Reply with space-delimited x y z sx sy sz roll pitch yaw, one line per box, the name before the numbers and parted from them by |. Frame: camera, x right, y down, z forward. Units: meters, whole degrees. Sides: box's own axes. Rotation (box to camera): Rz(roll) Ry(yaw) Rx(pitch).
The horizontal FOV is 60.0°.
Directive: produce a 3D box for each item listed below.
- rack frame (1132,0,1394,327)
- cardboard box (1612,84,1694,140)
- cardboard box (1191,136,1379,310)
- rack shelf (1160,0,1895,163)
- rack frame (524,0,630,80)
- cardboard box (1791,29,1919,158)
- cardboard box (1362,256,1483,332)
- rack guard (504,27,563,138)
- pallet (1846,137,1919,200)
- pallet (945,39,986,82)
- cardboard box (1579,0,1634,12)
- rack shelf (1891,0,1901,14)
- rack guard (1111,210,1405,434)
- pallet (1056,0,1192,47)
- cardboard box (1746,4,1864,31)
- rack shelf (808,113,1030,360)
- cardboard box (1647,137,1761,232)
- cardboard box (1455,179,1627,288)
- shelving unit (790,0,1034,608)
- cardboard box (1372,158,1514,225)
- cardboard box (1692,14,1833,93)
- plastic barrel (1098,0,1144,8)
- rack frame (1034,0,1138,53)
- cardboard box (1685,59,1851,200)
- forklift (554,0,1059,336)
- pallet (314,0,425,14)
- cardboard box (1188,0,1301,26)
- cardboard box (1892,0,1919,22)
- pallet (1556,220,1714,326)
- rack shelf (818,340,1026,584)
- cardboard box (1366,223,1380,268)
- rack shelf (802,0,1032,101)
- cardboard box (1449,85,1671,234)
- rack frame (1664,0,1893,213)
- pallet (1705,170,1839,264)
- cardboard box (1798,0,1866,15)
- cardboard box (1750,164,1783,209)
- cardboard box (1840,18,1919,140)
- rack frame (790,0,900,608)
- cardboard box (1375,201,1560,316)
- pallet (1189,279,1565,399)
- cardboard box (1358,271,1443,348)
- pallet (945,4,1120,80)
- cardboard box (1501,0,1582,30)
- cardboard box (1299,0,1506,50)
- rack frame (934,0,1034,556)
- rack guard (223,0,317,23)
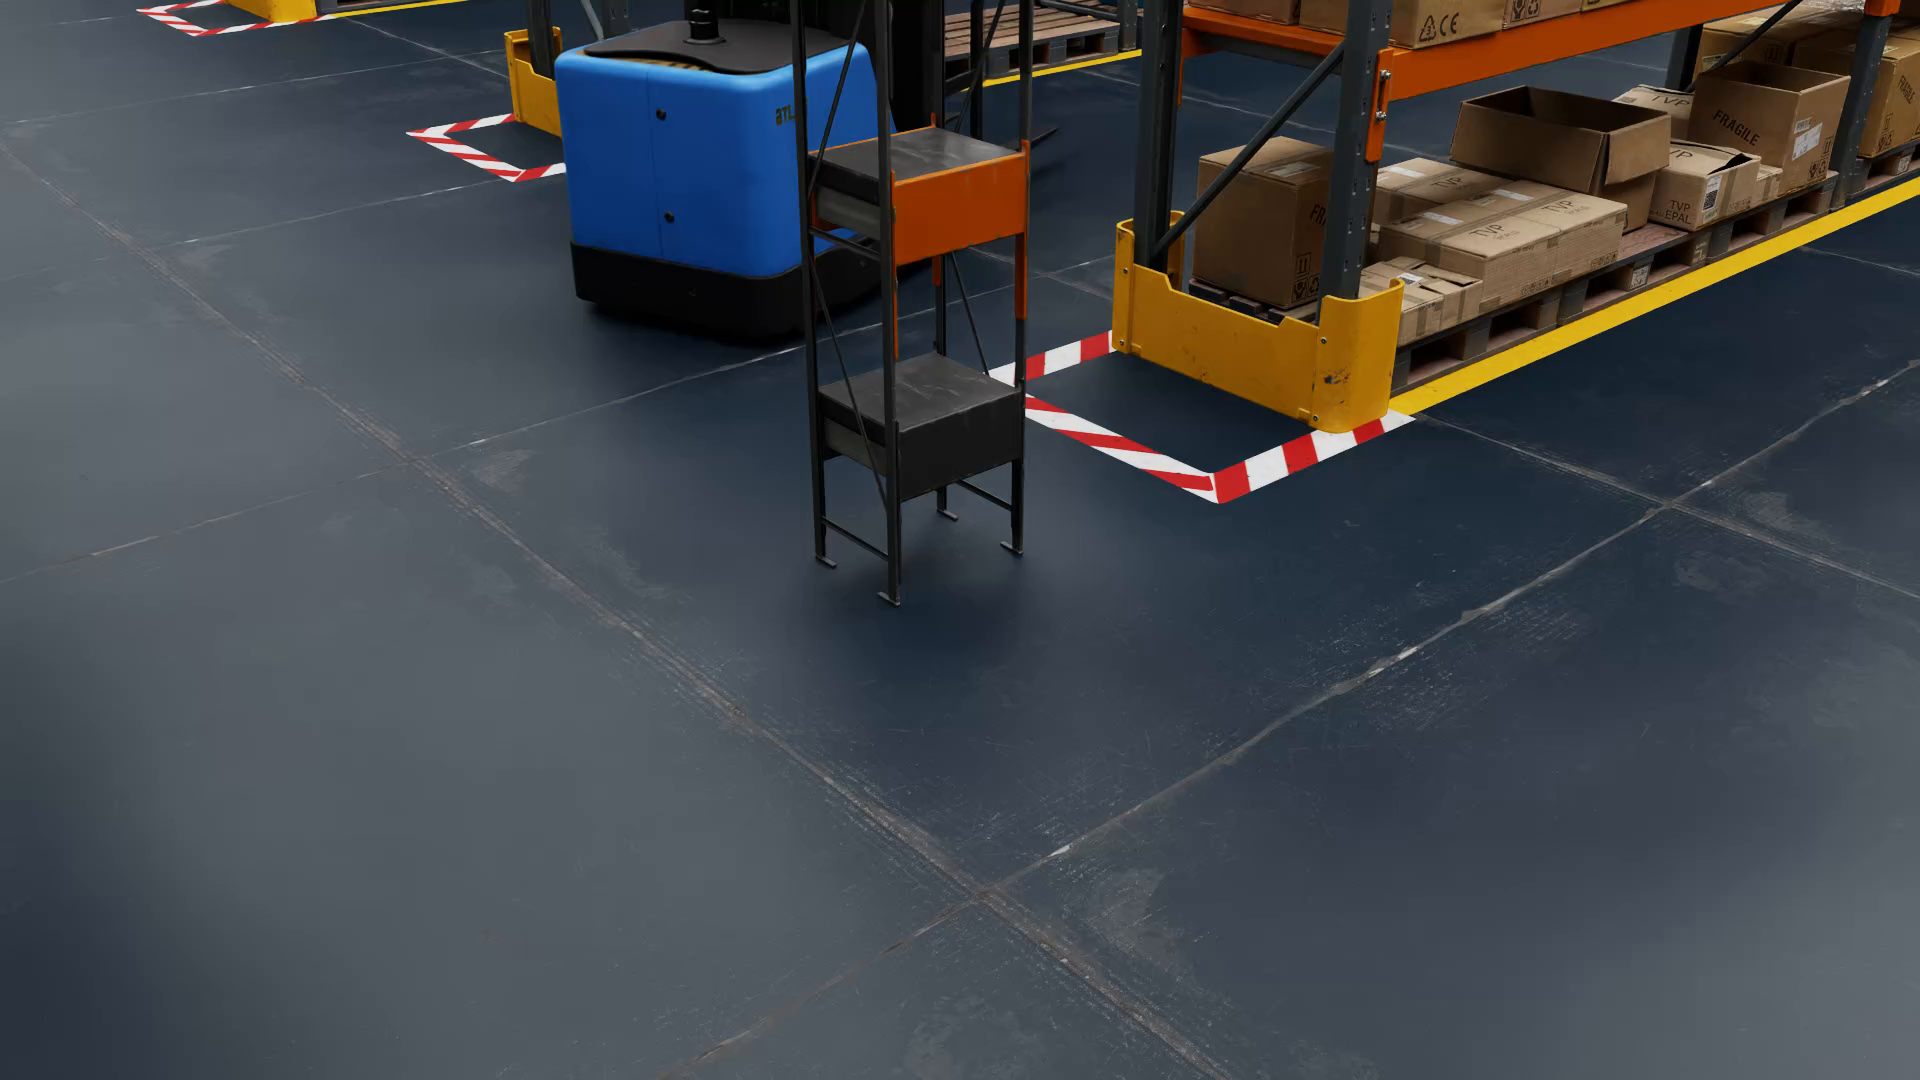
rack frame | 1.037 -1.930 5.679 0.127 3.000 1.000 -22 35 -35
cardboard box | 3.620 -2.111 8.404 0.500 0.311 0.500 -22 35 -35
cardboard box | 1.291 -1.276 6.641 0.500 0.500 0.500 -22 35 -35
rack shelf | 2.558 -2.225 6.993 4.000 0.370 1.077 -22 35 -35
rack frame | -2.175 -3.707 9.005 0.127 3.000 1.000 -22 35 -35
cardboard box | 4.606 -2.306 8.568 0.500 0.500 0.500 -24 36 -37
cardboard box | 1.769 -0.956 6.395 0.250 0.166 0.380 -22 35 -35
rack guard | -2.185 -2.593 9.571 0.348 0.500 1.175 -22 35 -35
pallet | 4.674 -2.186 9.117 1.213 0.211 1.003 -22 35 -35
pallet | -0.595 -3.087 10.803 1.213 0.211 1.003 -22 35 -35
cardboard box | 2.318 -2.328 6.317 0.500 0.500 0.500 -22 35 -35
rack shelf | 5.601 -3.448 9.283 4.000 0.370 1.077 -22 35 -35
rack guard | 1.095 -0.851 6.312 0.348 0.500 1.175 -22 35 -35
pallet | 1.482 -3.922 12.365 1.213 0.211 1.003 -22 35 -35
cardboard box | 4.651 -2.647 9.206 0.500 0.500 0.500 -22 35 -35
rack shelf | -0.126 -0.863 4.667 0.480 0.518 0.431 -22 35 -35
cardboard box | 3.260 -1.656 7.553 0.500 0.311 0.500 -22 35 -35
cardboard box | 2.395 -1.282 6.917 0.500 0.250 0.500 -22 35 -35
shelving unit | -0.126 -0.875 4.660 0.503 2.100 0.431 -22 35 -35
cardboard box | 2.033 -1.446 7.224 0.500 0.250 0.500 -22 35 -35
cardboard box | 4.269 -2.499 8.929 0.500 0.500 0.500 -22 35 -35
plastic barrel | 1.293 -4.351 11.990 0.708 0.901 0.600 -22 35 -35
rack frame | 0.868 -4.931 11.294 0.127 3.000 1.000 -22 35 -35
cardboard box | 3.831 -1.969 7.938 0.500 0.500 0.500 -22 35 -35
forklift | -0.484 -2.769 7.321 1.130 2.935 3.031 14 31 25
pallet | -4.832 -4.526 13.495 1.213 0.211 1.003 -22 35 -35
cardboard box | 1.201 -2.209 6.094 0.500 0.500 0.500 -21 34 -33
cardboard box | 5.367 -2.943 8.963 0.500 0.250 0.500 -22 35 -35
pallet | 2.628 -1.339 7.532 1.213 0.211 1.003 -22 35 -35
rack shelf | -0.126 -0.246 4.997 0.480 0.518 0.431 -22 35 -35
cardboard box | 1.657 -1.221 6.891 0.250 0.166 0.380 -22 35 -35
rack shelf | -0.126 -1.481 4.337 0.480 0.518 0.431 -22 35 -35
cardboard box | 2.654 -1.670 7.375 0.637 0.503 0.797 -22 35 -35
rack frame | 4.080 -3.154 7.969 0.127 3.000 1.000 -22 35 -35
pallet | 3.557 -1.714 8.234 1.213 0.211 1.003 -22 35 -35
cardboard box | 5.033 -2.800 9.493 0.500 0.500 0.500 -21 35 -34
cardboard box | 3.584 -1.678 7.766 0.250 0.149 0.380 -22 35 -35
cardboard box | 5.005 -2.473 8.880 0.500 0.500 0.500 -21 35 -34
rack frame | -0.312 -0.801 4.521 0.015 2.100 0.400 -22 35 -35
cardboard box | 2.015 -1.129 6.631 0.500 0.250 0.500 -22 35 -35
pallet | 1.701 -0.968 6.837 1.213 0.211 1.003 -22 35 -35
cardboard box | 1.579 -0.872 6.256 0.250 0.149 0.380 -22 35 -35
pallet | 0.334 -3.462 11.505 1.213 0.211 1.003 -22 35 -35
cardboard box | 1.935 -2.175 6.031 0.500 0.500 0.500 -22 35 -35
cardboard box | 1.546 -2.015 5.733 0.500 0.500 0.500 -21 35 -34
rack frame | 0.060 -0.950 4.800 0.015 2.100 0.400 -22 35 -35
rack guard | -5.408 -4.373 12.903 0.348 0.500 1.175 -22 35 -35
